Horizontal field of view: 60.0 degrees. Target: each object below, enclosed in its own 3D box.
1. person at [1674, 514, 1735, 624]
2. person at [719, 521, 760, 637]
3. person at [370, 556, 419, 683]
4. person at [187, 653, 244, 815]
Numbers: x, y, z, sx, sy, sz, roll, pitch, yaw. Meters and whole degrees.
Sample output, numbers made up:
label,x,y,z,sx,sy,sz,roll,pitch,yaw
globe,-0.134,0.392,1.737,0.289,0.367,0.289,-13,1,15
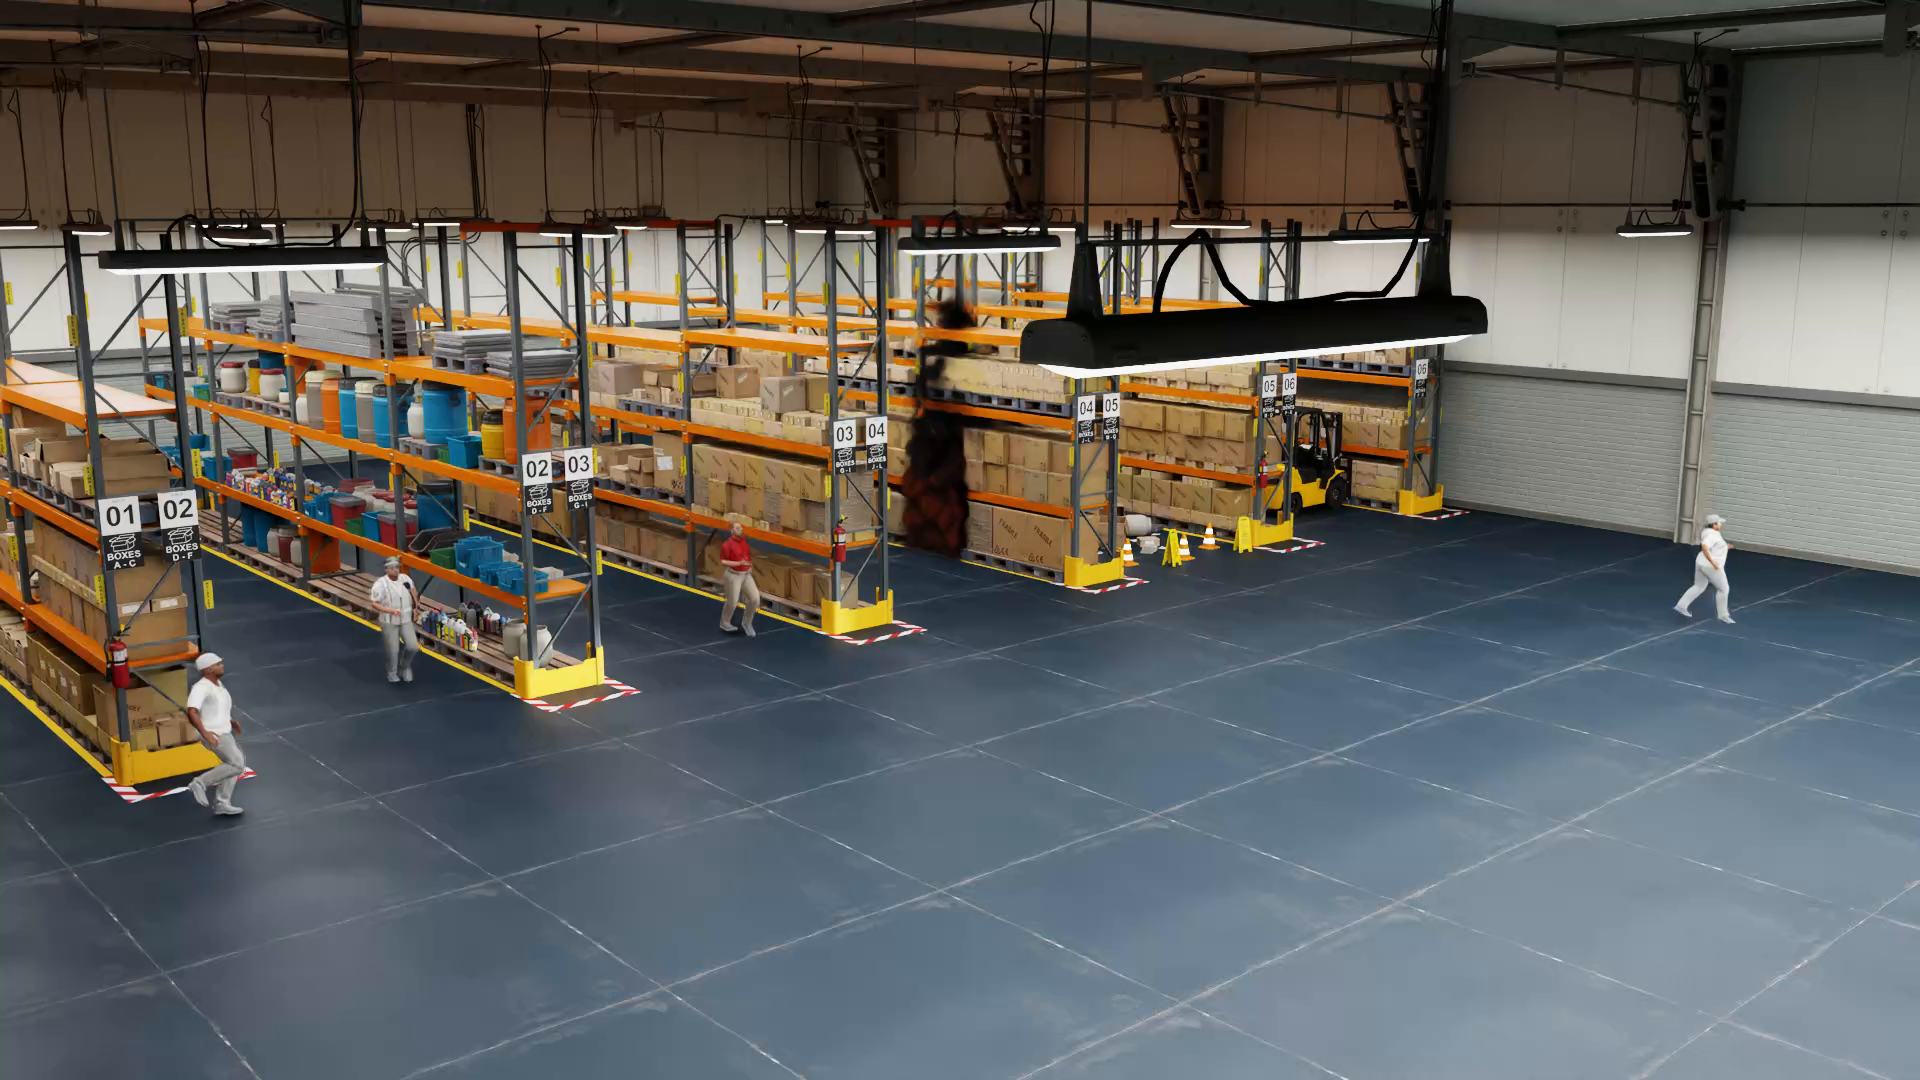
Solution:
label,x,y,z,sx,sy,sz,roll,pitch,yaw
person,11.460,0.440,25.423,0.861,1.695,0.591,0,11,-1
person,-3.277,0.600,24.645,0.750,1.786,0.638,10,15,40
person,-7.457,1.078,22.117,0.684,1.776,0.646,-9,15,-39
person,-7.850,2.028,17.558,0.548,1.691,0.743,-2,12,-12
